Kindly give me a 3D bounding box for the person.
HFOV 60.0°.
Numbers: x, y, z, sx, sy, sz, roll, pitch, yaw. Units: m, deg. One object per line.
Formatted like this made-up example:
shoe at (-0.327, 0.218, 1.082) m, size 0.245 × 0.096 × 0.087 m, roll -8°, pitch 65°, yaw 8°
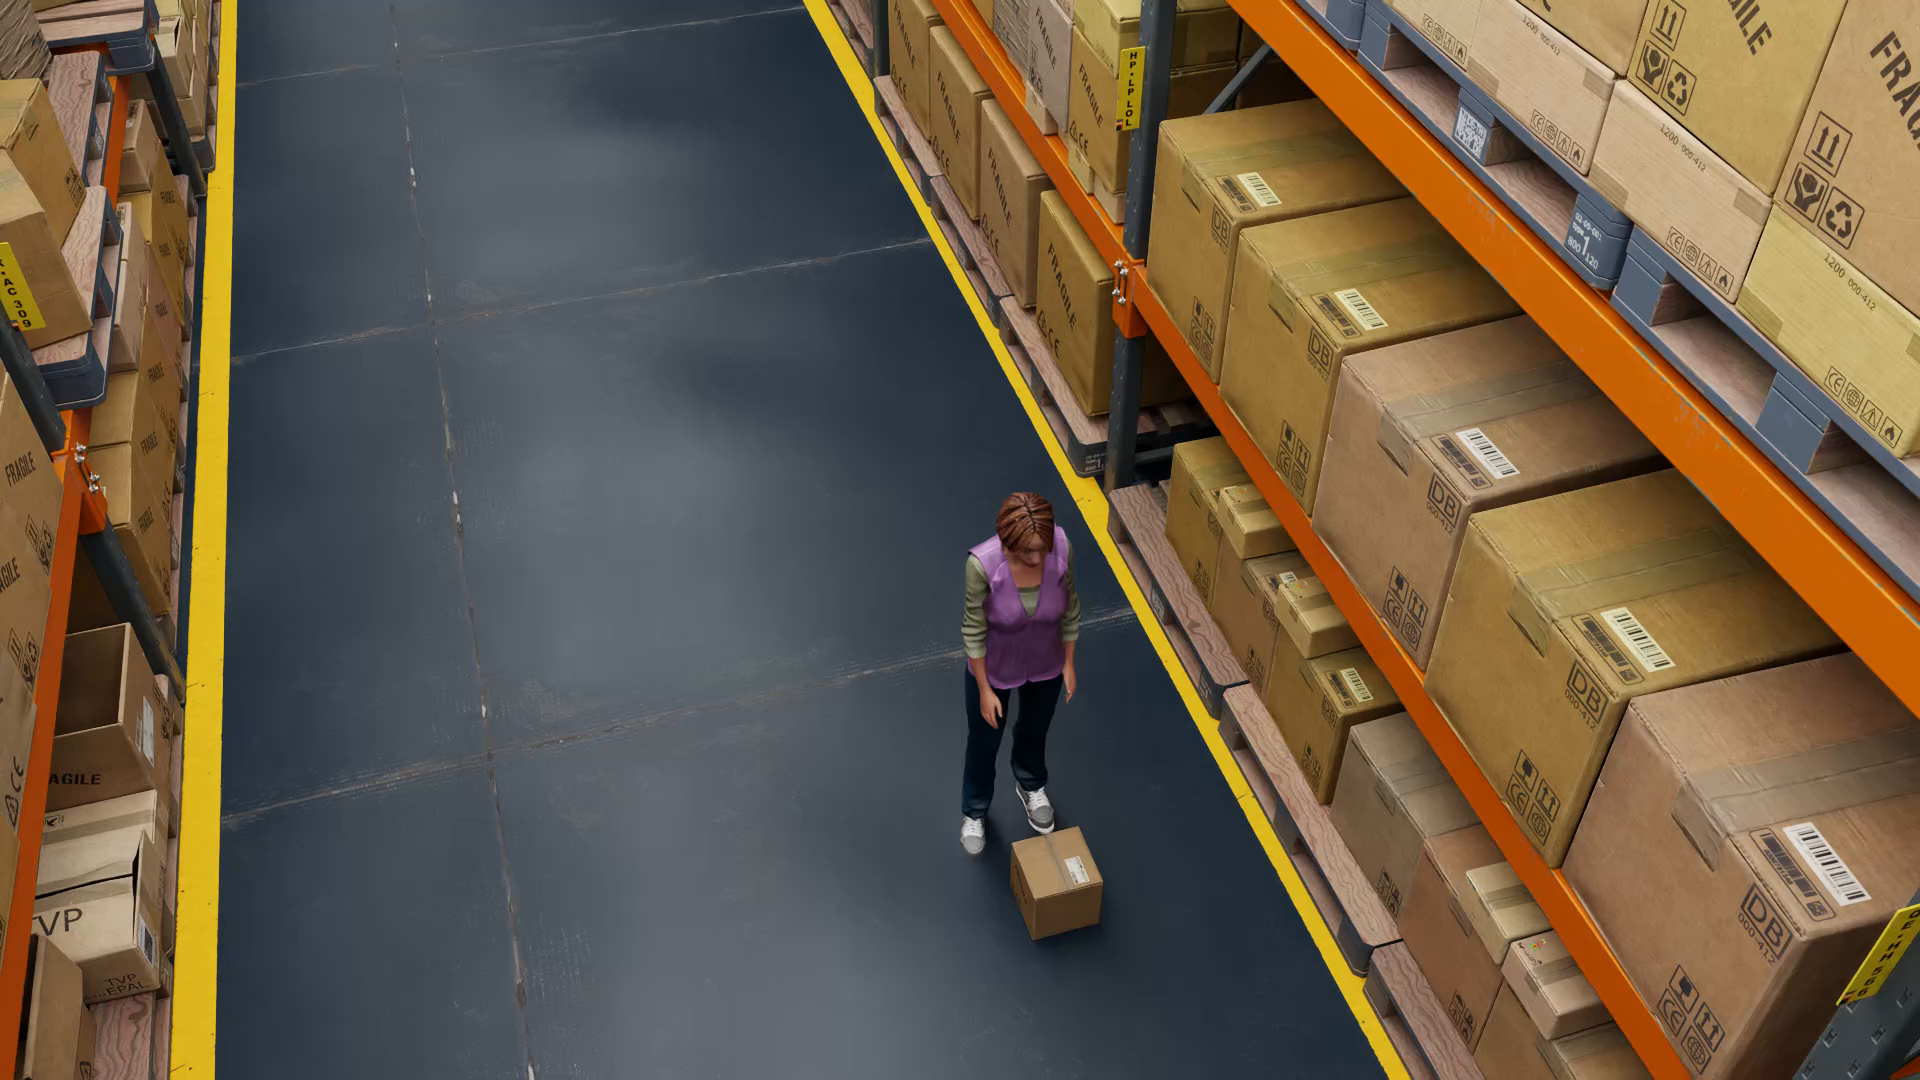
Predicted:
person at (0.189, 0.450, 5.699) m, size 0.446 × 1.625 × 0.357 m, roll -12°, pitch 44°, yaw -13°
